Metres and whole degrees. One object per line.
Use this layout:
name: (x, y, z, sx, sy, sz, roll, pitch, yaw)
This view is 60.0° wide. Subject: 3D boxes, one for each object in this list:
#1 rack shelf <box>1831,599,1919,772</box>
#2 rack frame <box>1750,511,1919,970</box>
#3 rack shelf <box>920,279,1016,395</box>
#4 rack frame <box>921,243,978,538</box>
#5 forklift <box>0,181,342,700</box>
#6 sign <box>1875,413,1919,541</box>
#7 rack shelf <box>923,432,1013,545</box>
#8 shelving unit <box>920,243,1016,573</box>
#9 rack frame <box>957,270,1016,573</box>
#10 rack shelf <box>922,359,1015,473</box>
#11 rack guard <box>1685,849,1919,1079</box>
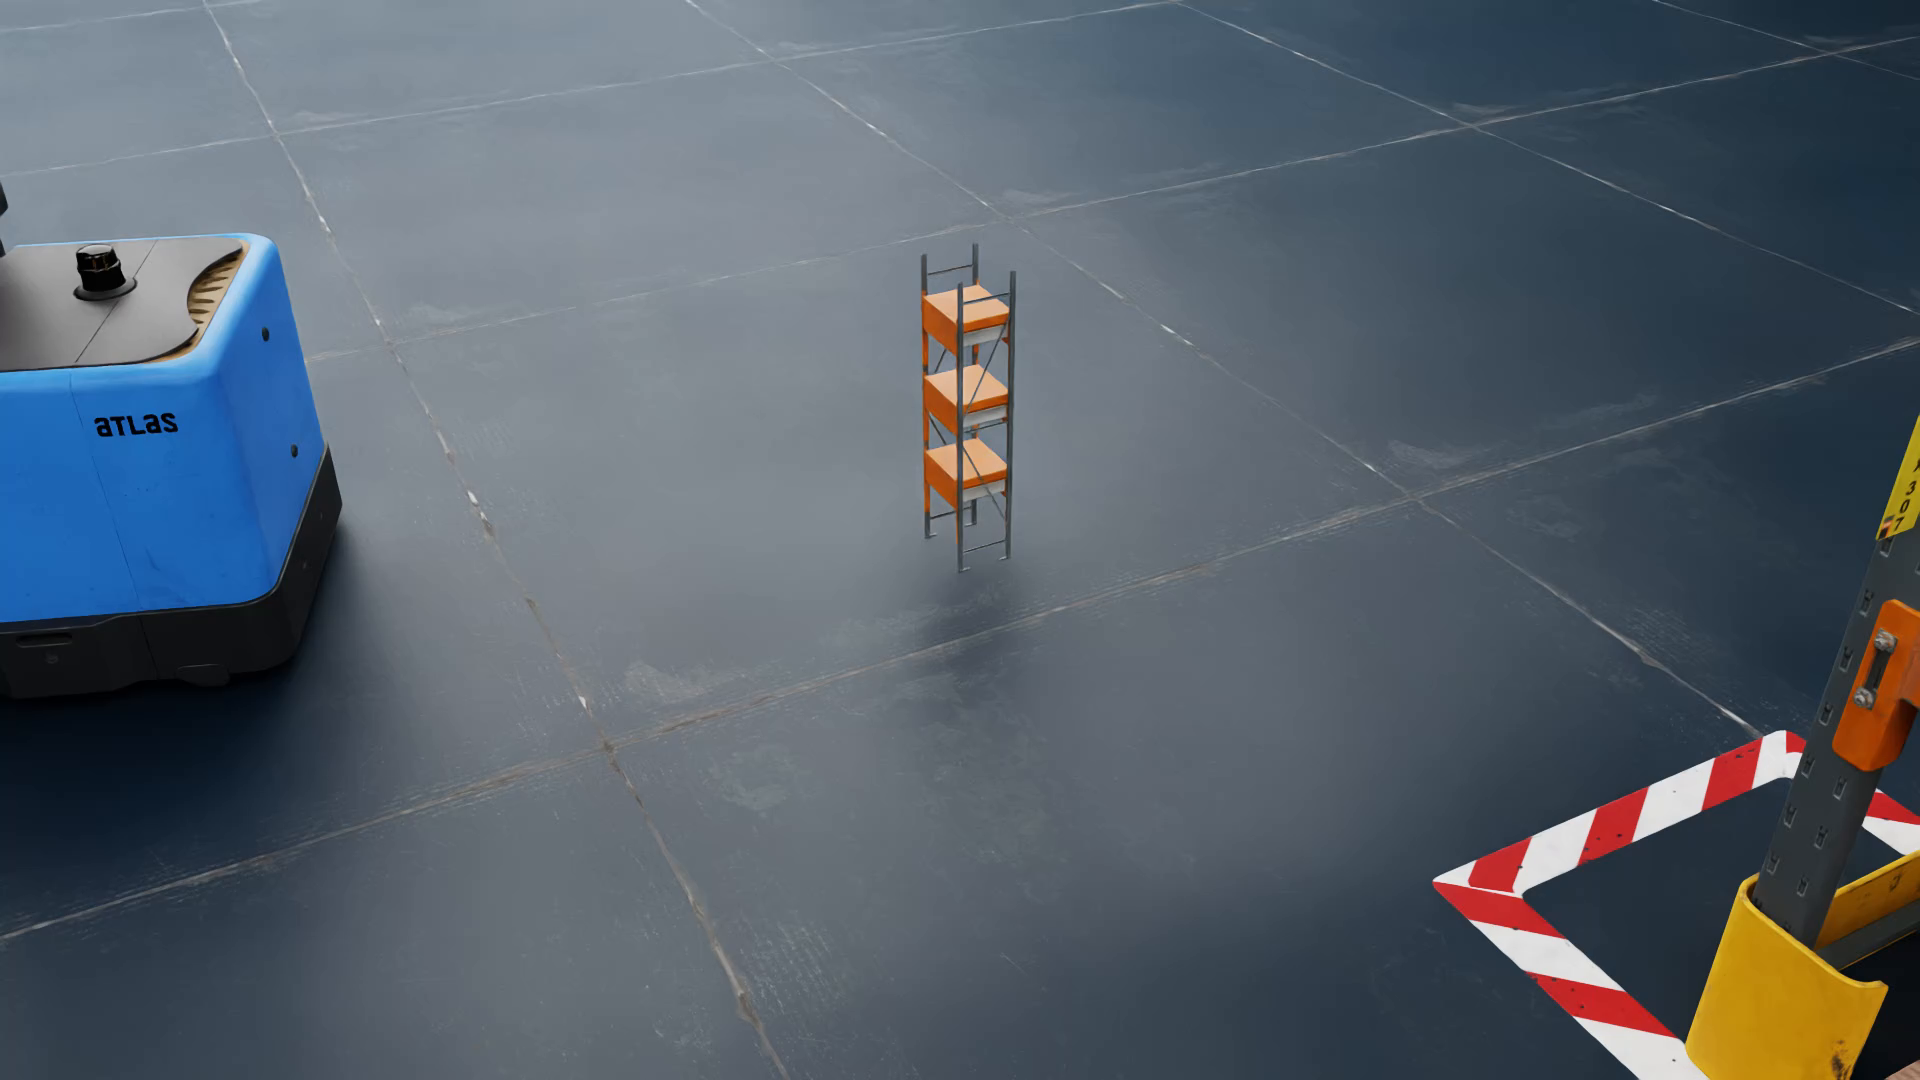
rack shelf: (3.125, 1.089, 1.936, 1.077, 0.370, 4.000, -16, 36, -23)
rack frame: (2.192, -0.168, 3.232, 1.000, 3.000, 0.127, -16, 36, -23)
rack shelf: (0.025, -0.647, 5.280, 0.215, 0.259, 0.240, -16, 36, -23)
rack frame: (-0.032, -0.475, 5.518, 0.200, 1.050, 0.008, -16, 36, -23)
forklift: (-3.591, -0.945, 4.509, 3.031, 2.935, 1.130, -5, 33, -7)
sign: (1.704, -0.149, 2.945, 0.100, 0.325, 0.005, -16, 36, -23)
rack shelf: (0.025, -0.174, 5.583, 0.215, 0.259, 0.240, -16, 36, -23)
shelving unit: (0.025, -0.417, 5.427, 0.215, 1.050, 0.252, -16, 36, -23)
rack frame: (0.082, -0.358, 5.336, 0.200, 1.050, 0.008, -16, 36, -23)
rack shelf: (0.025, -0.408, 5.433, 0.215, 0.259, 0.240, -16, 36, -23)
rack guard: (2.270, 0.909, 3.868, 1.175, 0.500, 0.348, -16, 36, -23)
